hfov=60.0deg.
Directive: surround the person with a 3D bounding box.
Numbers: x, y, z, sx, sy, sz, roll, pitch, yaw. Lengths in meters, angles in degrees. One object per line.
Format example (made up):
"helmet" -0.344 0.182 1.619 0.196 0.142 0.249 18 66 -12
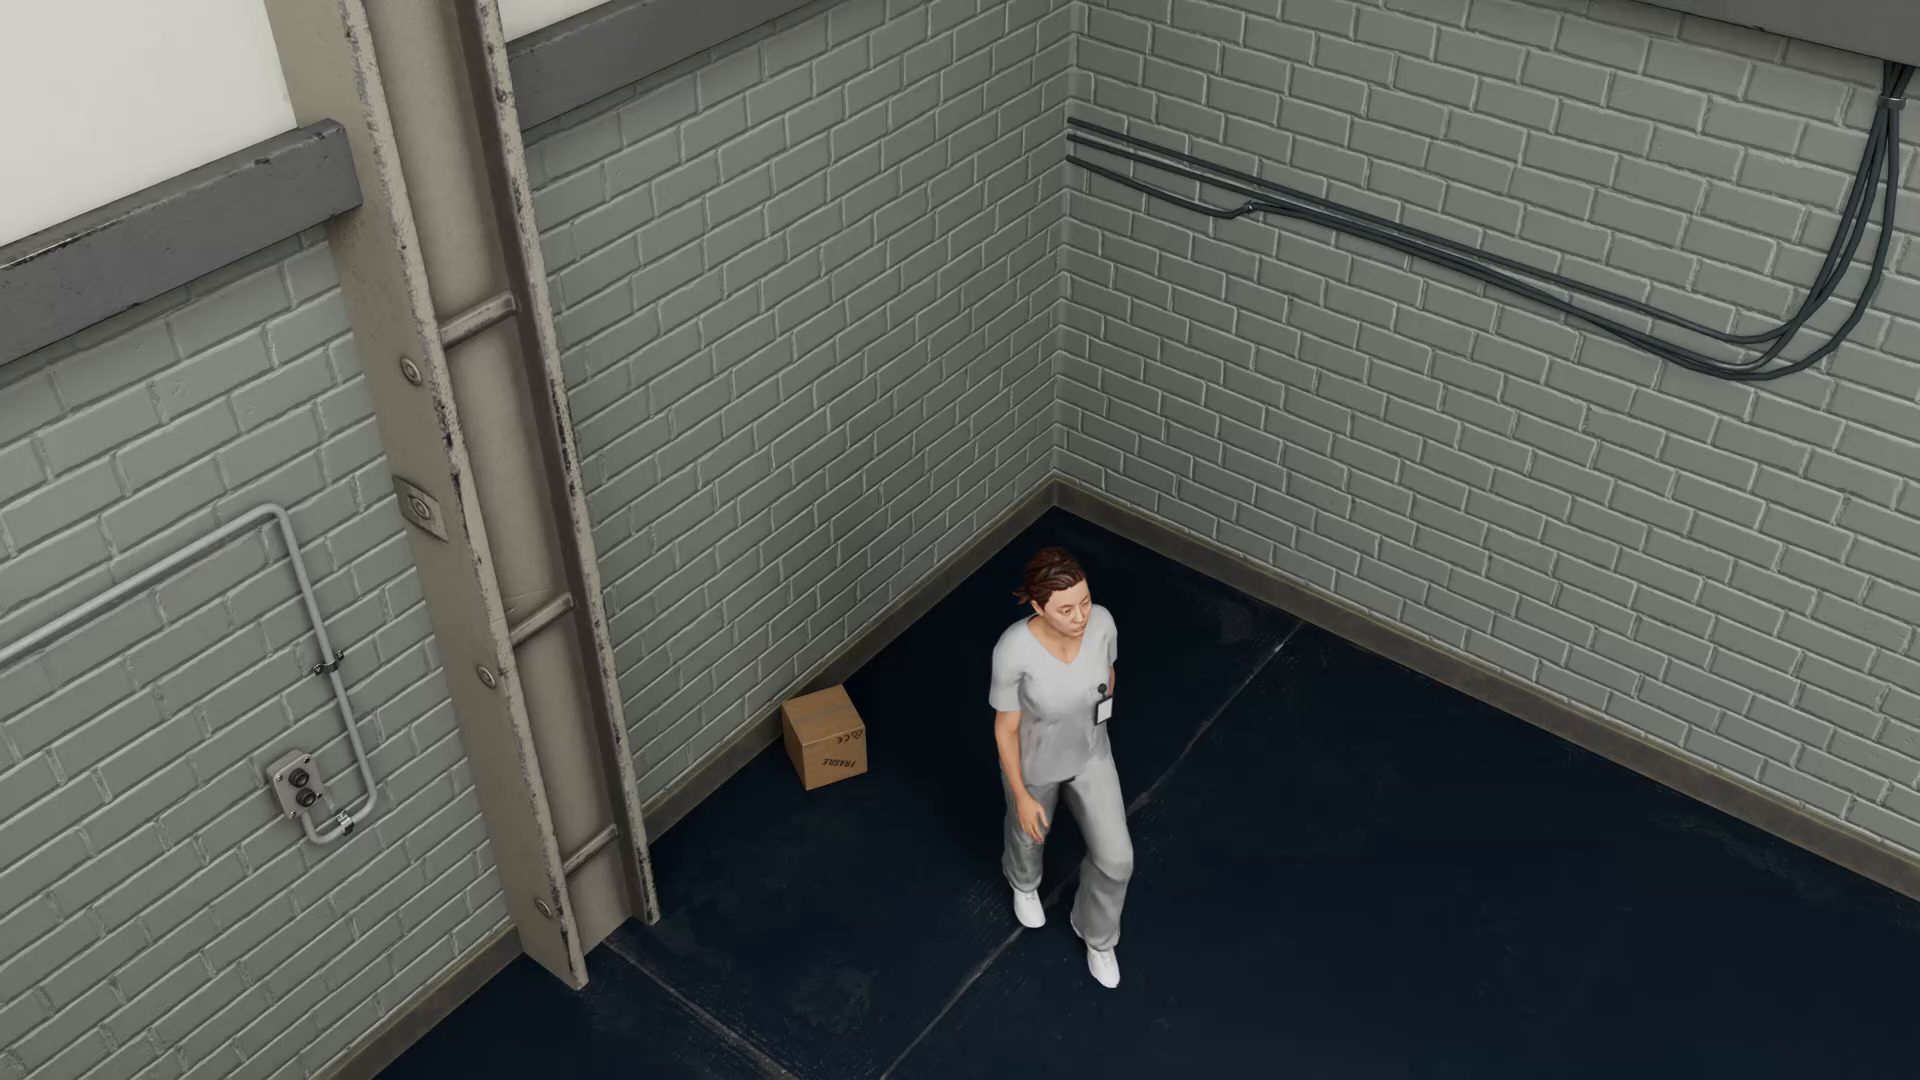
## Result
"person" 0.303 0.728 5.275 0.455 1.721 0.587 -13 41 -15
